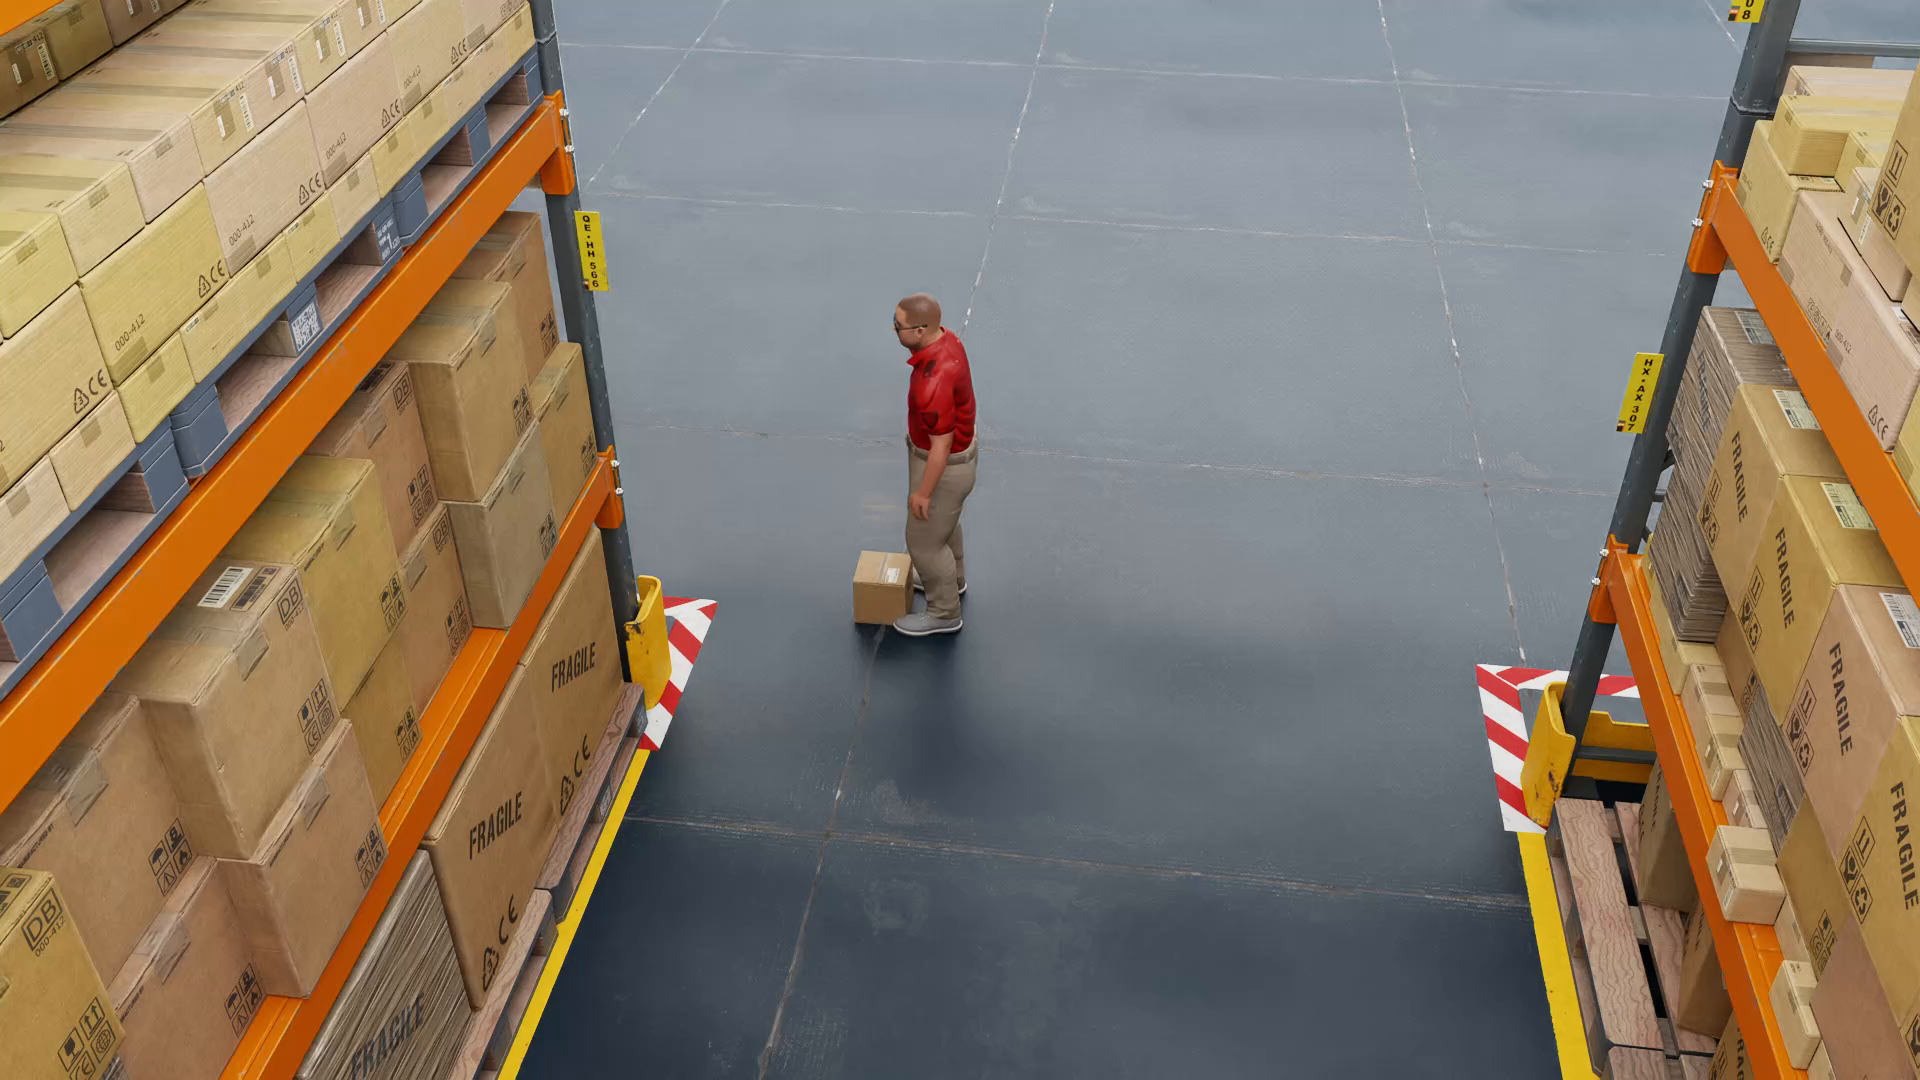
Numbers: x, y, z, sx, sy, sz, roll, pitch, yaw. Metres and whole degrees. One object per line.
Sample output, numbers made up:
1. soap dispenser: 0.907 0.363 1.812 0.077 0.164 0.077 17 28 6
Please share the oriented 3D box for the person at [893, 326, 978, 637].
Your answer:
1. person: -0.115 -0.280 7.588 0.385 1.552 0.593 3 36 4
